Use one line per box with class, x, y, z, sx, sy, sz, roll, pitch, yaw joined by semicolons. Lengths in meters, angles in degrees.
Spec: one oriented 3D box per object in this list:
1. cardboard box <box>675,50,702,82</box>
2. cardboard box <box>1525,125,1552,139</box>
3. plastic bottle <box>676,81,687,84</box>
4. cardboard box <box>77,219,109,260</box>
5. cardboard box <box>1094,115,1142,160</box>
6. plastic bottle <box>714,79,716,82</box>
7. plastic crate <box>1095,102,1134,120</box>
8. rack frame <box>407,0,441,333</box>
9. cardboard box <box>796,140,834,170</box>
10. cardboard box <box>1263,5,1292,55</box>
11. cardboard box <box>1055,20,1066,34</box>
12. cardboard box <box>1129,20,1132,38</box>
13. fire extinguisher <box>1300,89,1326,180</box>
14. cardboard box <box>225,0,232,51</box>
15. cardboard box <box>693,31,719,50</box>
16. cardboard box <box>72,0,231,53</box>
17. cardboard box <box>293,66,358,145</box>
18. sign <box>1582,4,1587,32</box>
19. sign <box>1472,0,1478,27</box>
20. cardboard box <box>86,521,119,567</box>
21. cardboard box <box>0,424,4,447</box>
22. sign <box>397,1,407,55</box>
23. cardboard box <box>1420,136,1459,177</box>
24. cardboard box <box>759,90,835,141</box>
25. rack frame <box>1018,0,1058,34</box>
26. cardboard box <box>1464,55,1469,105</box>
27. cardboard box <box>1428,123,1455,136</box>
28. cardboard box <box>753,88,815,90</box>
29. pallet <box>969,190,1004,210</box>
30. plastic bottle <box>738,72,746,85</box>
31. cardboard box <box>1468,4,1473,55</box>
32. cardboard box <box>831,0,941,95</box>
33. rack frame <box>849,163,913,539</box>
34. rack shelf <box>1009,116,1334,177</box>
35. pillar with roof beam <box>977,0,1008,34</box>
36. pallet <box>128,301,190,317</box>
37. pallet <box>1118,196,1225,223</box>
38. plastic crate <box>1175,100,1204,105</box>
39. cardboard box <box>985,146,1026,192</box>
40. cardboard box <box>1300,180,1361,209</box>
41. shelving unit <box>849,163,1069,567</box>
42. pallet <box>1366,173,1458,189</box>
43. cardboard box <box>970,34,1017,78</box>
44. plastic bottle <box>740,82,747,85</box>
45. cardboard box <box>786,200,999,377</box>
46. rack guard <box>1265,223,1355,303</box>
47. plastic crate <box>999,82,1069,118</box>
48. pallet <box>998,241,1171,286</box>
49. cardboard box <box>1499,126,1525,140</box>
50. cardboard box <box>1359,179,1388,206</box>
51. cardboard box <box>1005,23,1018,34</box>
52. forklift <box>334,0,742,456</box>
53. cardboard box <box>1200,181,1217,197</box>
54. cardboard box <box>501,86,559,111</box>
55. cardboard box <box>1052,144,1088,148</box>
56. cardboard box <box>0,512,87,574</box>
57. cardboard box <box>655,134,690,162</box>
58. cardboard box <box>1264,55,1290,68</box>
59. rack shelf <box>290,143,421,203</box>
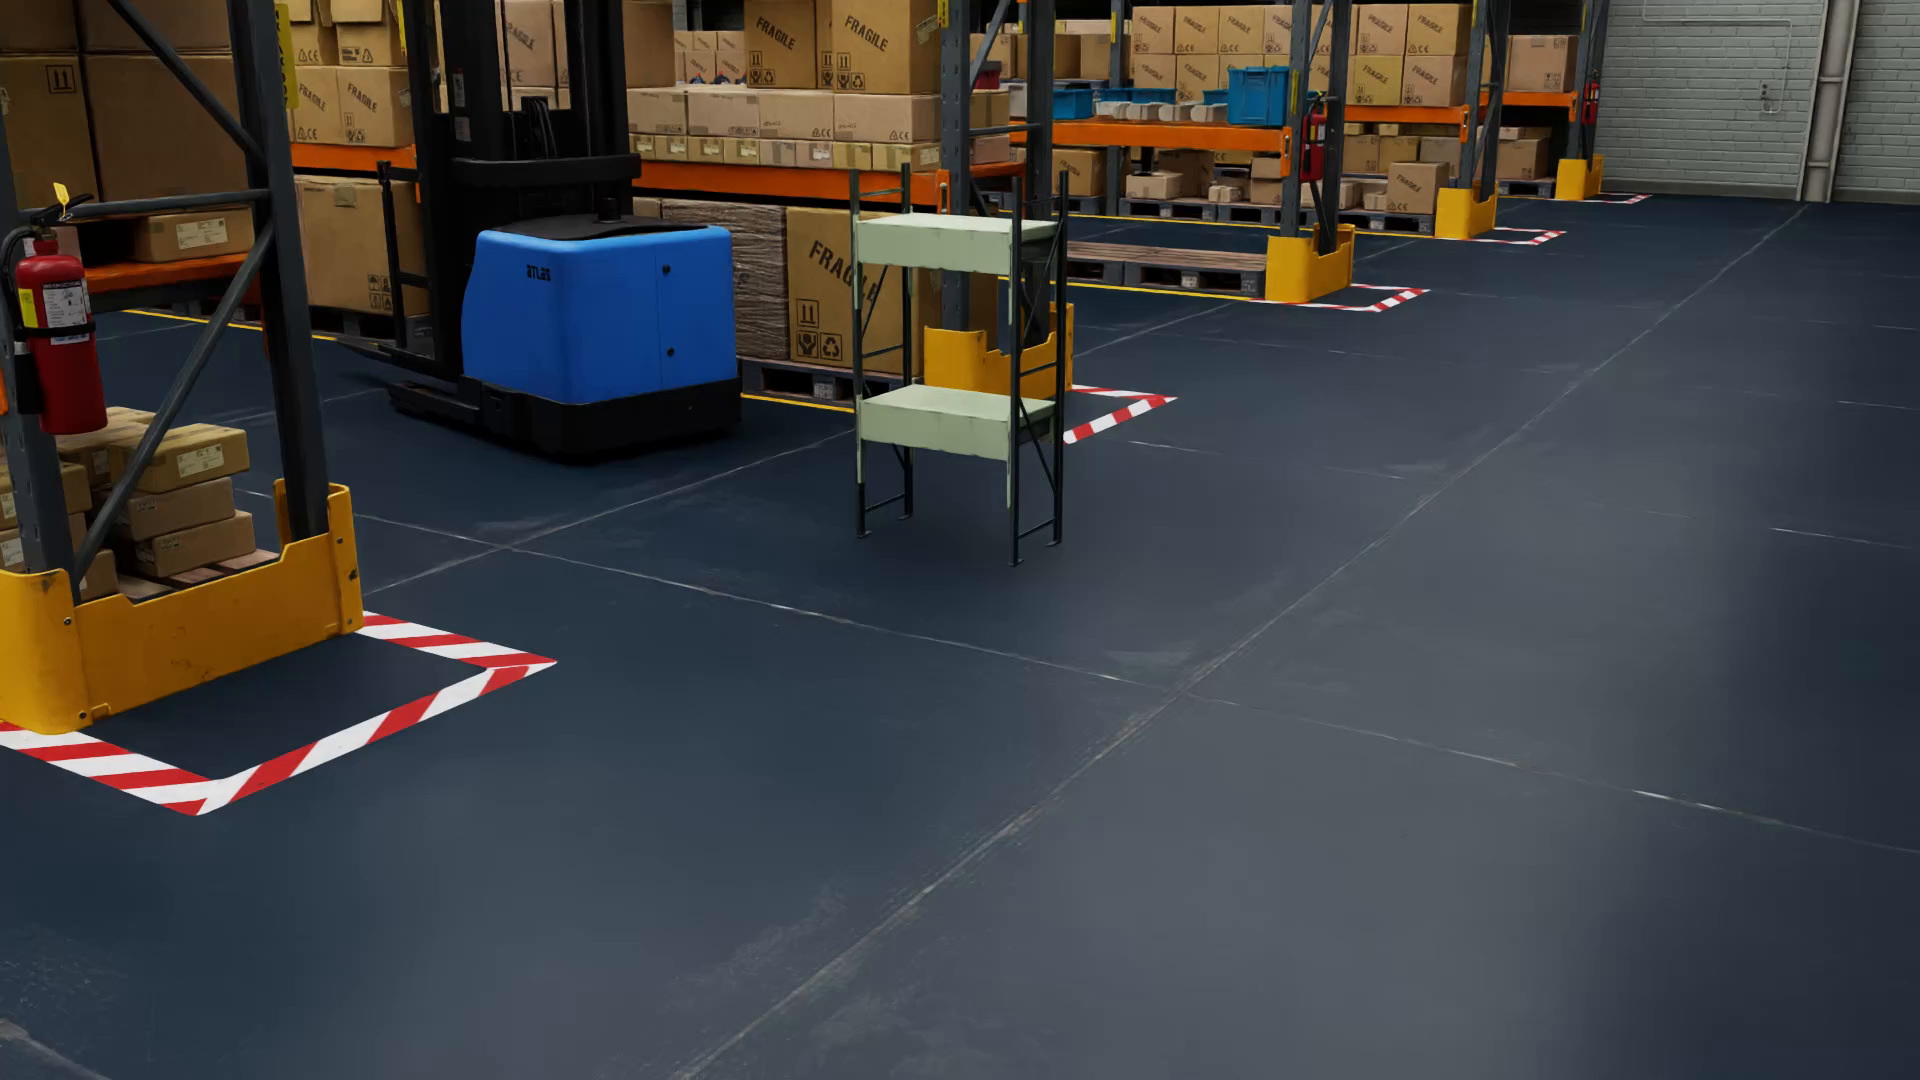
cardboard box;-3.730;-6.342;22.428;0.500;0.500;0.500;12;21;34
cardboard box;7.552;-5.325;21.714;0.250;0.149;0.380;10;20;30
plastic bottle;-2.630;-4.245;15.908;0.135;0.276;0.152;10;20;30
cardboard box;-2.812;-1.043;5.587;0.250;0.149;0.380;11;20;32
cardboard box;2.474;-6.008;24.475;0.750;0.750;0.750;10;20;30
plastic bottle;-2.470;-4.475;16.655;0.133;0.283;0.061;10;20;30
plastic crate;1.264;-3.550;13.759;0.250;0.136;0.298;10;20;30
rack frame;-3.195;-2.826;11.023;0.127;3.000;1.000;10;20;30
cardboard box;-0.699;-2.148;9.223;0.250;0.149;0.380;10;20;30
cardboard box;3.565;-5.429;17.700;0.500;0.500;0.500;11;20;32
cardboard box;1.449;-7.536;24.521;0.500;0.250;0.500;11;20;31
cardboard box;2.750;-7.308;23.769;0.500;0.250;0.500;10;19;29
fire extinguisher;2.696;-3.093;12.678;0.183;0.674;0.296;10;20;30
cardboard box;-4.860;-3.647;11.828;0.637;0.503;0.797;11;20;32
cardboard box;-4.095;-8.248;27.806;0.500;0.500;0.500;11;20;32
cardboard box;-2.712;-1.807;5.265;0.500;0.500;0.500;10;20;30
cardboard box;-4.155;-2.954;11.274;0.500;0.500;0.500;11;20;32
sign;7.694;-6.433;20.498;0.005;0.325;0.100;10;20;30
sign;5.093;-5.241;16.439;0.005;0.325;0.100;10;20;30
cardboard box;-3.014;-0.020;5.968;0.250;0.149;0.380;10;20;30
cardboard box;-3.438;-0.389;6.160;0.250;0.149;0.380;9;19;27
sign;-3.471;-3.206;10.419;0.005;0.325;0.100;10;20;30
cardboard box;6.486;-5.137;22.209;0.500;0.500;0.700;9;19;28
cardboard box;-0.771;-2.373;9.280;0.500;0.250;0.500;10;19;29
rack frame;1.173;-7.115;25.142;0.127;3.000;1.000;10;20;30
cardboard box;5.161;-4.851;17.518;0.500;0.500;0.500;11;20;31
cardboard box;6.471;-5.518;22.347;0.250;0.149;0.380;10;20;31
cardboard box;-0.927;-2.583;9.969;0.500;0.250;0.500;9;19;28
pallet;0.236;-4.244;20.490;1.213;0.211;1.003;10;20;30
plastic bottle;-2.085;-4.425;16.372;0.185;0.351;0.144;10;20;30
cardboard box;5.161;-5.329;17.373;0.500;0.500;0.500;11;20;32
cardboard box;-0.340;-2.656;8.920;0.500;0.500;0.500;10;20;31
rack frame;-0.318;-0.774;6.850;0.023;1.500;0.400;10;20;30
rack shelf;1.101;-3.404;14.165;4.000;0.370;1.077;10;20;30
pillar with roof beam;-1.735;-9.331;22.116;0.400;9.000;9.100;10;20;30
pallet;-5.971;-1.961;12.975;1.213;0.211;1.003;10;20;30
pallet;2.577;-3.840;19.159;1.213;0.211;1.003;10;20;30
plastic crate;1.959;-3.638;14.048;0.298;0.136;0.250;10;20;30
cardboard box;0.578;-4.451;19.917;0.500;0.500;0.500;10;20;31
cardboard box;4.015;-3.739;18.003;0.500;0.250;0.500;10;20;30
shelving unit;-0.006;-0.719;6.667;0.755;1.500;0.431;10;20;30
pallet;6.232;-4.852;22.490;1.213;0.211;1.003;10;20;30
cardboard box;0.454;-5.781;19.857;0.500;0.500;0.700;5;18;16
plastic bottle;-1.964;-4.126;15.516;0.135;0.276;0.152;10;20;30
cardboard box;-0.374;-1.479;9.523;0.875;0.875;0.875;10;20;30
rack guard;2.833;-2.248;13.420;0.348;0.500;1.175;10;20;30
plastic crate;0.602;-3.747;14.155;0.530;0.282;0.437;10;20;30
pallet;1.087;-2.431;14.520;1.213;0.211;1.003;10;20;30
cardboard box;7.136;-5.269;21.529;0.250;0.149;0.380;10;19;29
cardboard box;4.660;-3.794;18.185;0.500;0.250;0.500;10;20;30
cardboard box;0.863;-7.728;25.118;0.250;0.149;0.380;7;18;23
forklift;-2.523;-2.161;8.953;1.130;2.935;3.031;-16;23;-42
cardboard box;2.977;-4.067;19.256;0.250;0.149;0.380;10;20;30
cardboard box;-2.511;-2.683;10.300;0.500;0.250;0.500;10;20;30
cardboard box;1.247;-4.506;20.097;0.500;0.500;0.500;10;20;31
cardboard box;-3.068;0.007;5.369;0.250;0.149;0.380;10;19;29
cardboard box;-1.565;-2.302;9.732;0.250;0.149;0.380;11;20;31
cardboard box;3.581;-4.951;17.847;0.500;0.500;0.500;10;19;29
rack shelf;-4.900;-2.786;12.129;4.000;0.370;1.077;10;20;30
